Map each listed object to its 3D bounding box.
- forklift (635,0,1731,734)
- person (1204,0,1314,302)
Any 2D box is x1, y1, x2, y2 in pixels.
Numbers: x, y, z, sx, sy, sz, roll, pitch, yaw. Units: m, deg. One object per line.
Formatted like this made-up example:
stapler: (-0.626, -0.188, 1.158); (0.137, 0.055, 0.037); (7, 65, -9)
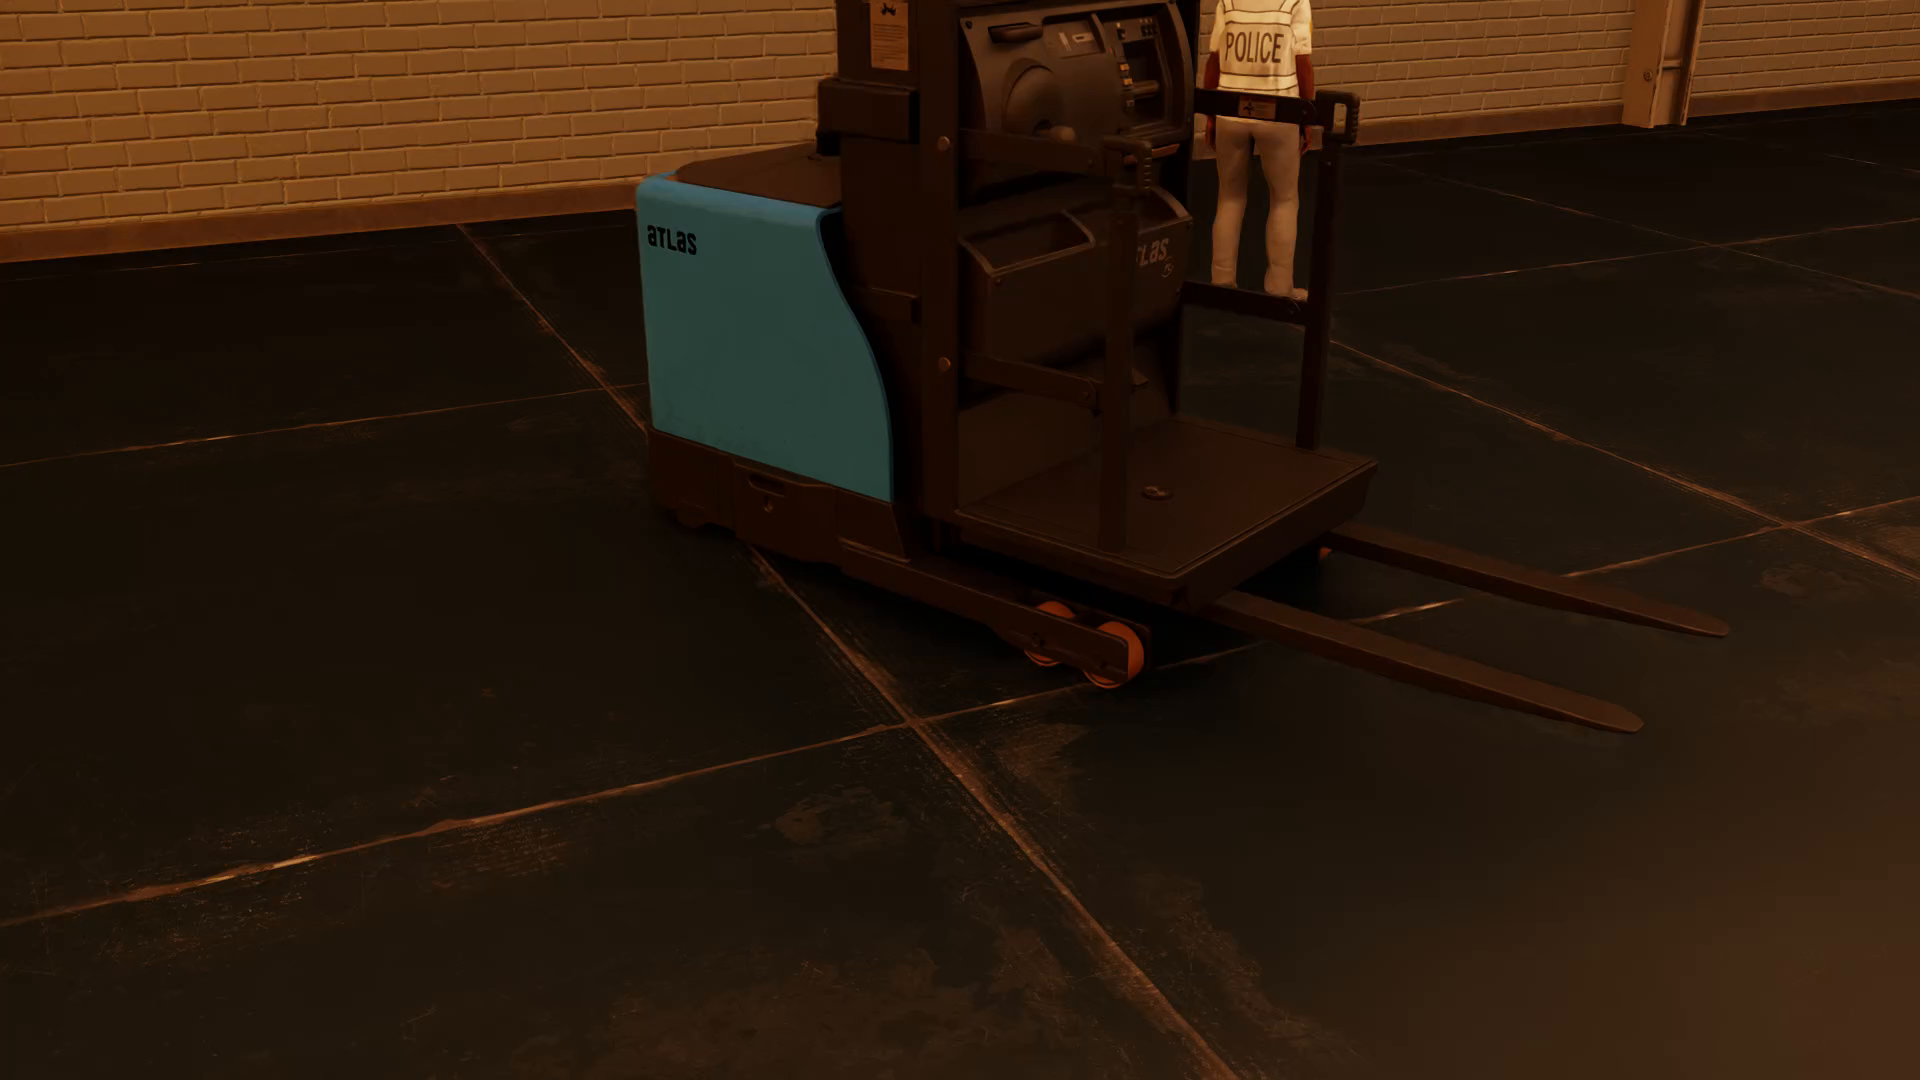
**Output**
forklift: (0.484, -1.207, 4.192); (3.031, 2.935, 1.130); (18, 28, 36)
person: (1.353, -1.879, 7.475); (0.519, 1.656, 0.396); (10, 24, 22)
